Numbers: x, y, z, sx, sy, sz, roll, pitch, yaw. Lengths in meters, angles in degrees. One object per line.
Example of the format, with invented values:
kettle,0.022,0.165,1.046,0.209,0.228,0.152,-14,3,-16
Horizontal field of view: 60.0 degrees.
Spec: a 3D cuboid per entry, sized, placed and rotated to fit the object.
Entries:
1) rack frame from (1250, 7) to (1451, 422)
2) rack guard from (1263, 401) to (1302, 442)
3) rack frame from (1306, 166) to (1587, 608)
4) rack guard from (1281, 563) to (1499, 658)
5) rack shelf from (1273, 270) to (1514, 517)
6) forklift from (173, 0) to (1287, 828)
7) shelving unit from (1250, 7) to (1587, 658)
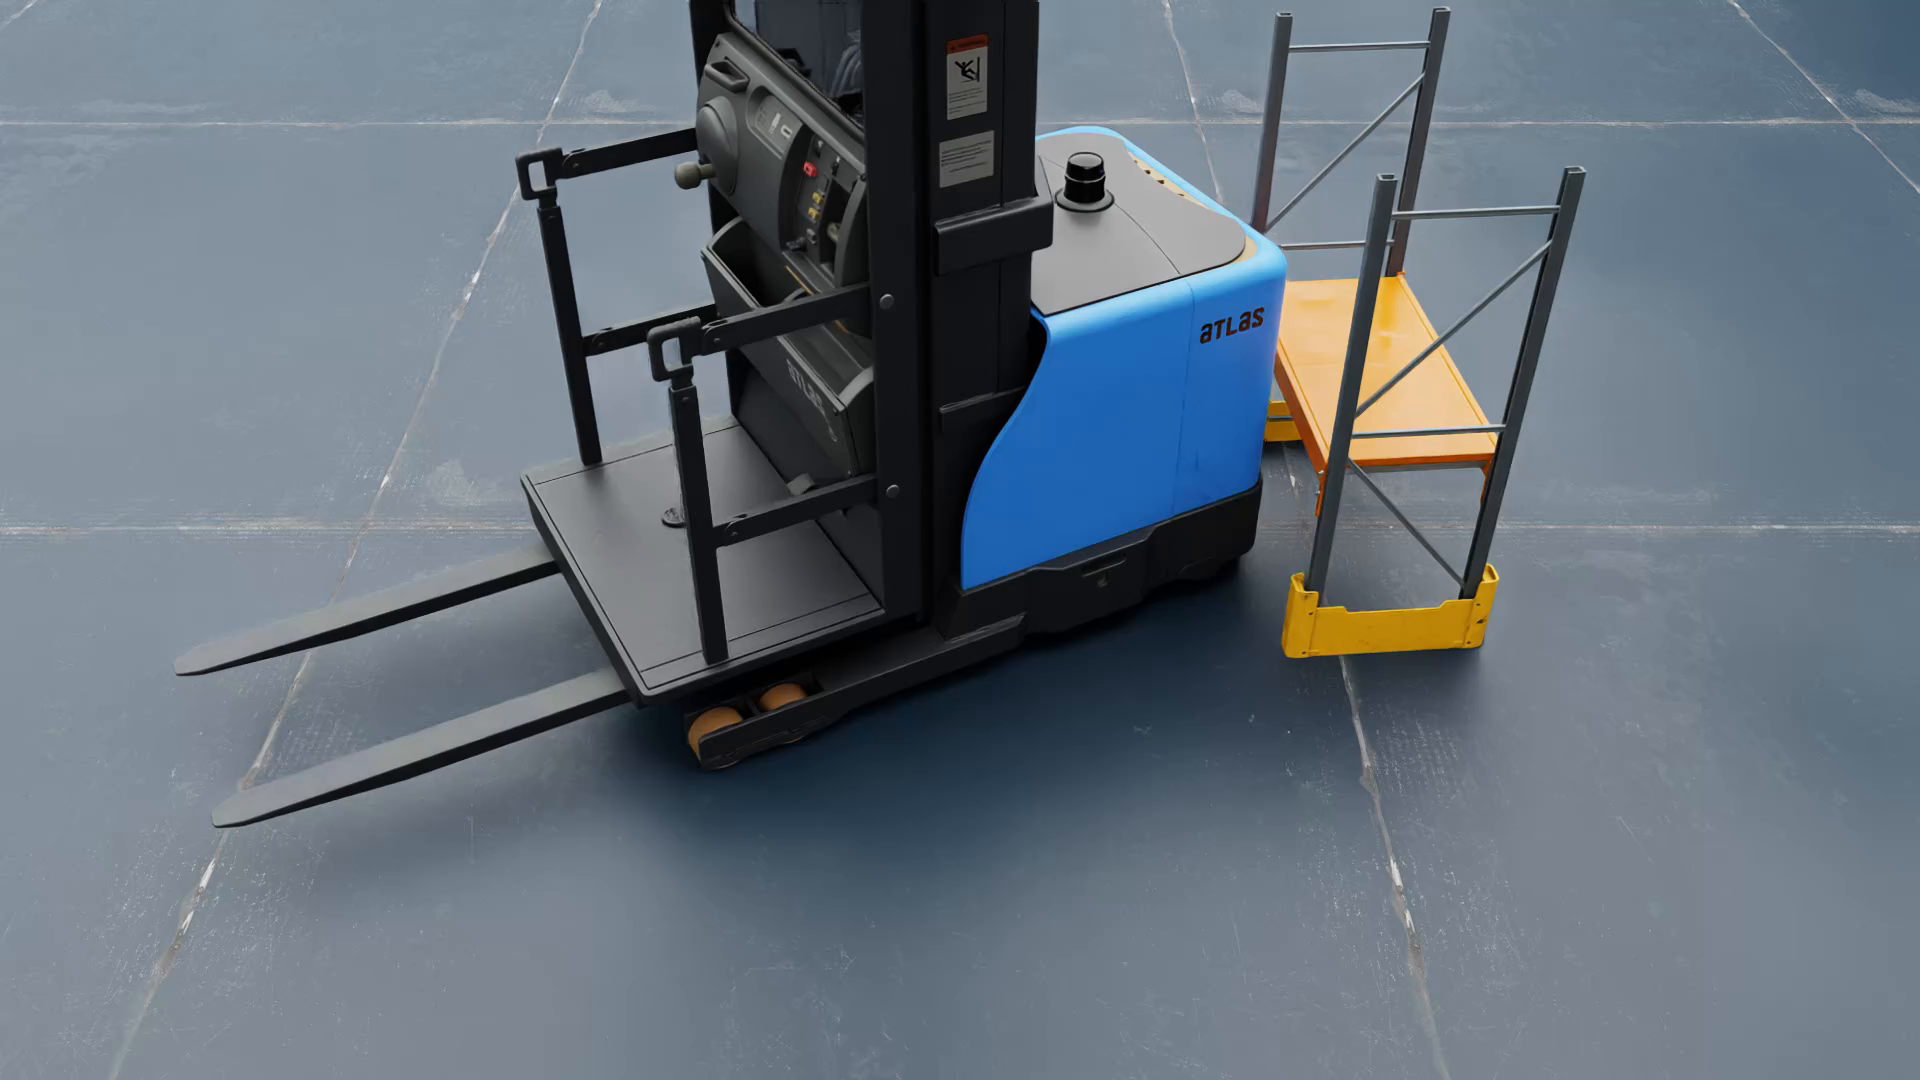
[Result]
rack frame,1.147,-0.917,5.195,0.500,1.500,0.032,-3,39,-4
rack guard,1.149,-0.417,5.570,0.587,0.250,0.087,-3,39,-4
rack frame,1.235,-0.283,4.404,0.500,1.500,0.032,-3,39,-4
rack guard,1.235,0.204,4.796,0.587,0.250,0.087,-3,39,-4
rack shelf,1.191,-0.460,4.912,0.538,0.185,1.000,-3,39,-4
forklift,-0.633,-0.908,4.039,3.031,2.935,1.130,-19,42,-22
shelving unit,1.192,-0.594,4.792,0.587,1.500,1.083,-3,39,-4
